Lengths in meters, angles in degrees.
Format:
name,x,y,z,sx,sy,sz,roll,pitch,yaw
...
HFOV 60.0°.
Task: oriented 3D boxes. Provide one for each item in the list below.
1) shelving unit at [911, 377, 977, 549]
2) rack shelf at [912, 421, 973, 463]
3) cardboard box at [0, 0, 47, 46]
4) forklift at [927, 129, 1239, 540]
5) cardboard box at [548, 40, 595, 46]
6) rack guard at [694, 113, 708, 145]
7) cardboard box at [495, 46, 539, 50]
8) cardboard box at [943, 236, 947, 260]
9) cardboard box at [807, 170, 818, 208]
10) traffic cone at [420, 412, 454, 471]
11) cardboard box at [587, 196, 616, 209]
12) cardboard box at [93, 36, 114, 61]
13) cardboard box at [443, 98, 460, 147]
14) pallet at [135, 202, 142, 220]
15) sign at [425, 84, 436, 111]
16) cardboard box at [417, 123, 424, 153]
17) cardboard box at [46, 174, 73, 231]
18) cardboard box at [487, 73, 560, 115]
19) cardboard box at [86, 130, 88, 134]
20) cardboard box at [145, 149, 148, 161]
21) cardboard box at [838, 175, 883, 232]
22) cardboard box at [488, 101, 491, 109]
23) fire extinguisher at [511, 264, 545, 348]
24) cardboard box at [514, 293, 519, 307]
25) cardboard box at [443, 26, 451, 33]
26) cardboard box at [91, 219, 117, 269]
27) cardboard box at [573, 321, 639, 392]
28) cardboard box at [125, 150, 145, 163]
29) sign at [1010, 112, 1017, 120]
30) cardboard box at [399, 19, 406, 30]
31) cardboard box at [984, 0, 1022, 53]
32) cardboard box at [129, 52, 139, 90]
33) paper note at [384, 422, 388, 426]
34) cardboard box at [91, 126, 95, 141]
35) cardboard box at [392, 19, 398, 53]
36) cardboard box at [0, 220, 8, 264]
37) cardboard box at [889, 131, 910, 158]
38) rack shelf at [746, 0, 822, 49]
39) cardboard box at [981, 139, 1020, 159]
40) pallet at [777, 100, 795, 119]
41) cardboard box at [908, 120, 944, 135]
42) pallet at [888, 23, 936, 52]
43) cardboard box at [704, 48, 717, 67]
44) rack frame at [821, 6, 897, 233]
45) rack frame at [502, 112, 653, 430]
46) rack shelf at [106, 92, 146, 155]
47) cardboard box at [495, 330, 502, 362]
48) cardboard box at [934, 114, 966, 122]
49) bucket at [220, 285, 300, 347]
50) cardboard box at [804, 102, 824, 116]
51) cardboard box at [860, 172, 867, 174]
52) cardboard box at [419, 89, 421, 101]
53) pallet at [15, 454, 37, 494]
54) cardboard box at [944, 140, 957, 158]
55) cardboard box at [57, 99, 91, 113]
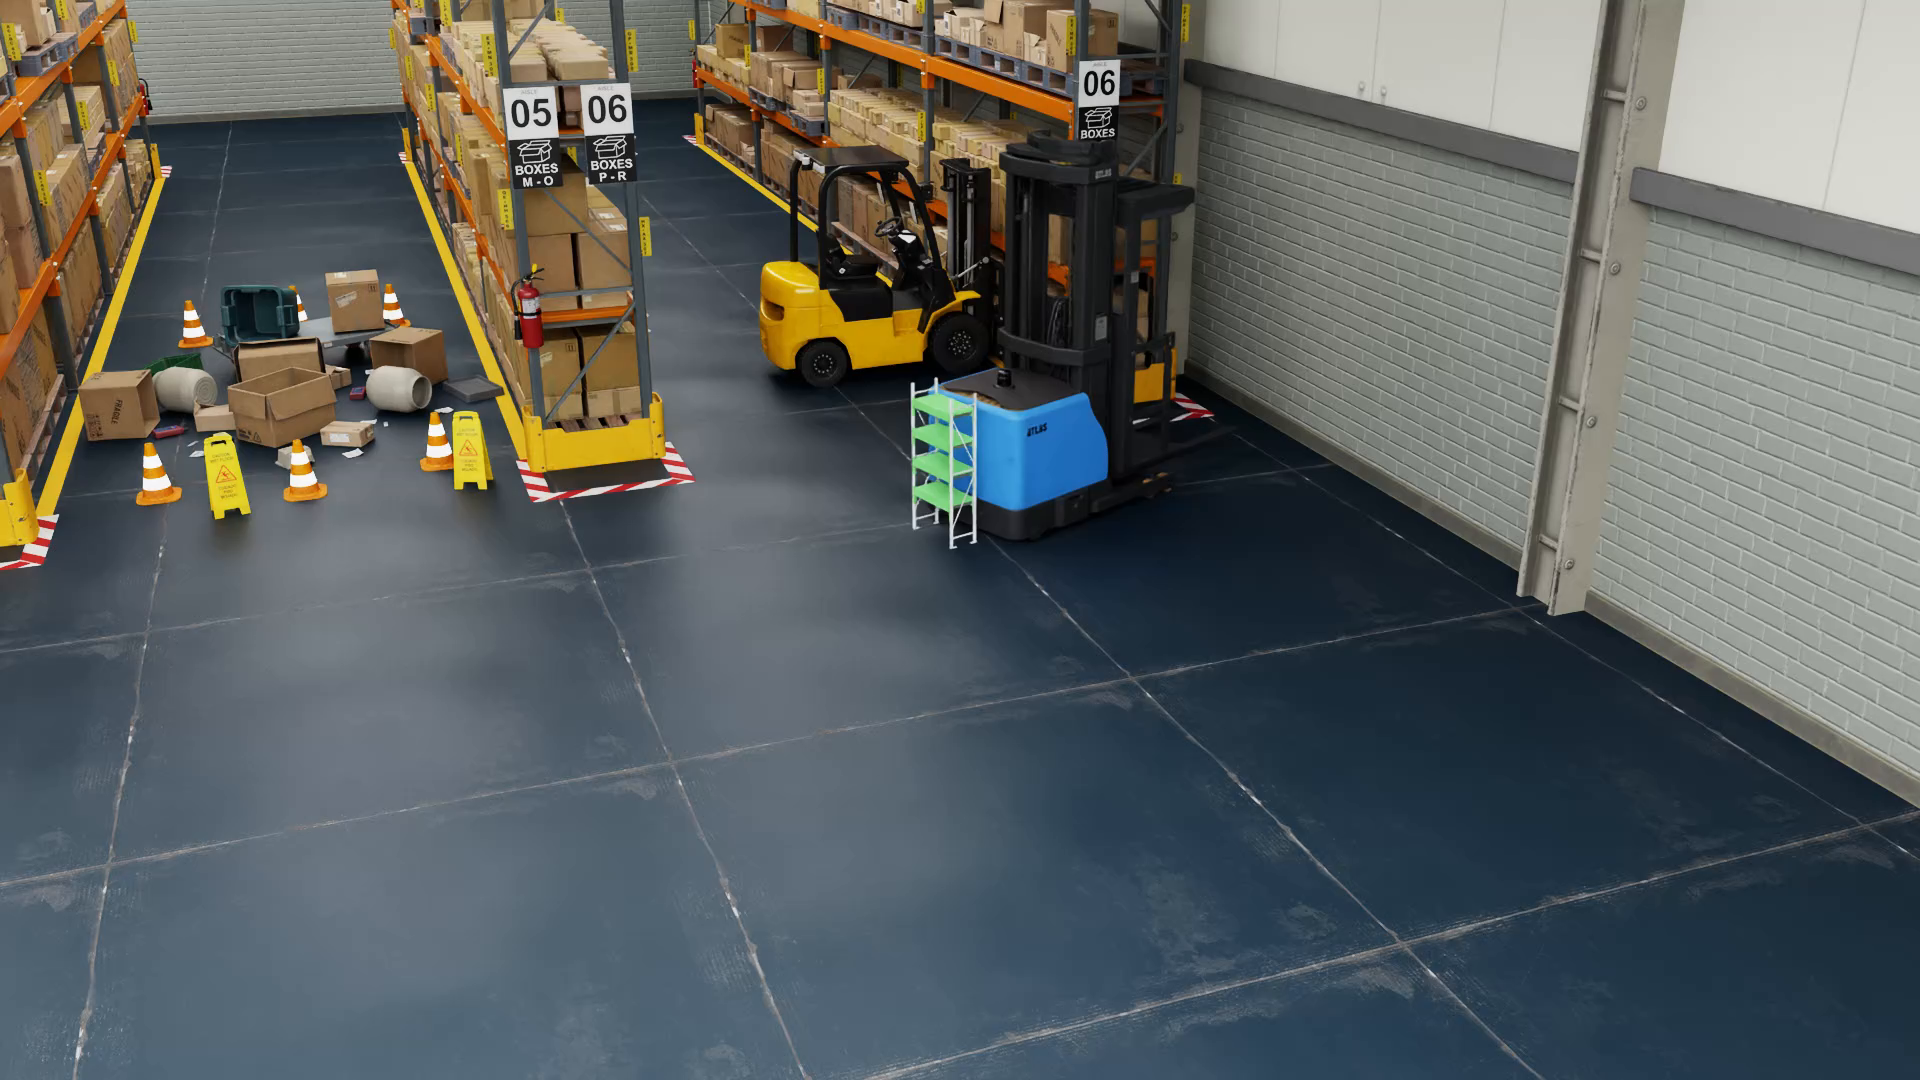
name,x,y,z,sx,sy,sz,roll,pitch,yaw
shelving unit,-0.124,-0.586,12.720,0.258,1.200,0.503,-16,28,-34
rack shelf,-0.124,-0.749,12.651,0.258,0.148,0.480,-16,28,-34
cardboard box,-9.696,-5.332,17.001,0.500,0.500,0.500,-8,24,-19
forklift,1.144,-1.820,13.418,3.031,2.935,1.130,-21,30,-40
cardboard box,-3.431,-4.330,14.720,0.380,0.149,0.250,-8,24,-18
rack guard,-4.133,-7.382,29.745,1.175,0.500,0.348,-8,24,-19
cardboard box,-3.830,-4.160,14.317,0.380,0.149,0.250,-8,24,-19
cardboard box,0.127,-3.183,18.275,0.500,0.250,0.500,-8,24,-19
cardboard box,-1.852,-5.004,23.562,0.500,0.500,0.500,-9,24,-20
traffic cone,-4.509,-0.876,14.357,0.336,0.463,0.334,-8,24,-19
cardboard box,-3.425,-2.832,15.219,0.500,0.500,0.500,-9,24,-20
cardboard box,-12.113,-6.738,23.198,0.500,0.500,0.500,-9,25,-21
cardboard box,-5.843,-4.966,19.741,0.500,0.500,0.500,-7,24,-16
pallet,-12.255,-4.664,23.669,1.003,0.211,1.213,-8,24,-19
sign,-6.495,-5.429,20.401,0.100,0.325,0.005,-8,24,-19
cardboard box,-8.476,-6.666,27.586,0.875,0.438,0.875,-9,25,-21
cardboard box,-9.446,-3.443,17.051,0.500,0.500,0.500,-8,24,-19
cardboard box,-3.583,-3.665,13.655,0.500,0.250,0.500,-9,24,-20
cardboard box,-10.926,-5.052,20.397,0.380,0.149,0.250,-8,24,-19
cardboard box,-12.944,-6.028,26.060,0.380,0.149,0.250,-9,24,-20
cardboard box,-1.127,-4.526,22.266,0.875,0.625,0.625,-8,24,-17
cardboard box,-3.964,-3.893,14.709,0.380,0.149,0.250,-9,24,-20
fire extinguisher,-3.541,-1.925,13.679,0.296,0.674,0.183,-8,24,-19
cardboard box,-3.676,-2.133,14.397,0.380,0.149,0.250,-9,24,-20
cardboard box,-5.651,-6.055,19.387,0.700,0.500,0.500,-8,24,-19
cardboard box,-10.583,-3.590,20.208,0.500,0.500,0.500,-9,25,-21
cardboard box,-3.185,-1.678,15.026,0.500,0.500,0.500,-9,25,-21
cardboard box,-12.549,-5.791,25.116,0.380,0.149,0.250,-7,24,-17
sign,0.598,-4.714,18.979,0.100,0.325,0.005,-8,24,-19
cardboard box,-8.428,-7.949,25.620,0.380,0.149,0.250,-9,24,-20
cardboard box,0.668,-5.149,16.563,0.797,0.503,0.637,-8,24,-17
cardboard box,-12.998,-7.219,25.627,0.500,0.500,0.500,-8,24,-18
paper note,-5.323,-1.075,15.412,0.032,0.001,0.123,-8,24,-19
cardboard box,-11.102,-5.101,20.897,0.380,0.149,0.250,-9,25,-21
cardboard box,-8.899,-8.173,26.986,0.500,0.500,0.500,-9,24,-20
cardboard box,-8.192,-2.466,13.279,0.875,0.550,0.550,-8,24,-19
cardboard box,-0.522,-4.692,19.694,0.500,0.250,0.500,-9,24,-20
rack shelf,-2.041,-7.433,23.710,1.077,0.370,4.000,-8,24,-19
cardboard box,0.443,-4.070,17.321,0.380,0.149,0.250,-8,24,-19
pallet,-2.025,-6.273,24.141,1.003,0.211,1.213,-8,24,-19
cardboard box,-0.395,-4.828,19.502,0.380,0.149,0.250,-8,24,-19
pallet,-0.245,-5.814,19.191,0.805,0.209,1.217,-9,25,-21
cardboard box,-4.074,-8.245,28.383,0.500,0.250,0.500,-8,24,-18
rack frame,-1.334,-5.655,22.429,1.000,3.000,0.127,-8,24,-19
rack frame,-3.150,-2.066,13.913,1.000,3.000,0.127,-8,24,-19
rack shelf,-12.691,-6.105,24.423,1.077,0.370,4.000,-8,24,-19
cardboard box,-4.408,-2.002,16.761,0.500,0.250,0.500,-7,24,-16
cardboard box,-0.087,-4.989,19.885,0.380,0.149,0.250,-9,24,-20
bucket,-6.954,-2.262,16.637,0.726,0.611,0.620,0,13,-1
cardboard box,-1.925,-5.919,22.837,0.380,0.149,0.250,-8,24,-18
cardboard box,-1.227,-5.228,23.258,0.380,0.149,0.250,-7,24,-16
cardboard box,-7.287,-6.203,23.279,0.500,0.250,0.500,-8,24,-18
pallet,-8.101,-0.345,13.420,1.003,0.211,1.213,-8,24,-19
cardboard box,0.038,-4.301,18.252,0.380,0.149,0.250,-8,24,-18
cardboard box,-11.201,-5.469,21.005,0.380,0.149,0.250,-9,25,-21
